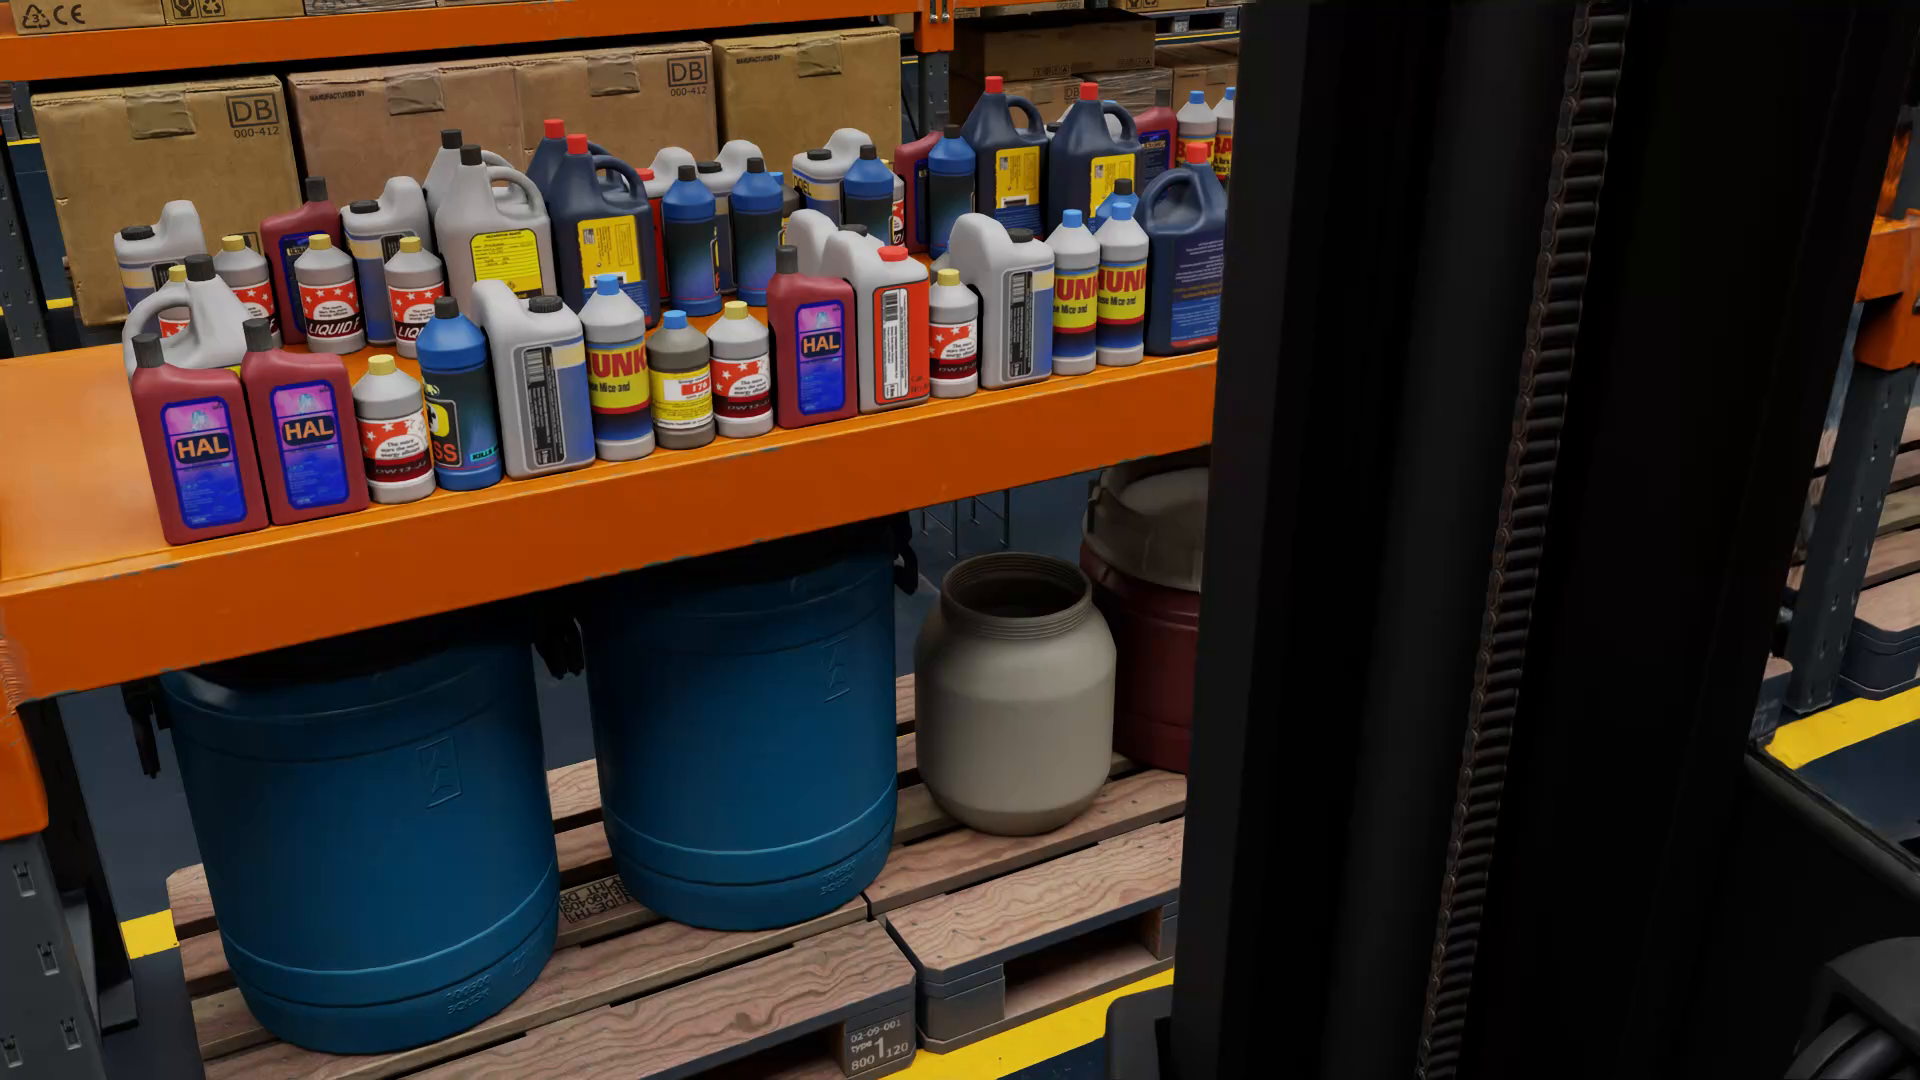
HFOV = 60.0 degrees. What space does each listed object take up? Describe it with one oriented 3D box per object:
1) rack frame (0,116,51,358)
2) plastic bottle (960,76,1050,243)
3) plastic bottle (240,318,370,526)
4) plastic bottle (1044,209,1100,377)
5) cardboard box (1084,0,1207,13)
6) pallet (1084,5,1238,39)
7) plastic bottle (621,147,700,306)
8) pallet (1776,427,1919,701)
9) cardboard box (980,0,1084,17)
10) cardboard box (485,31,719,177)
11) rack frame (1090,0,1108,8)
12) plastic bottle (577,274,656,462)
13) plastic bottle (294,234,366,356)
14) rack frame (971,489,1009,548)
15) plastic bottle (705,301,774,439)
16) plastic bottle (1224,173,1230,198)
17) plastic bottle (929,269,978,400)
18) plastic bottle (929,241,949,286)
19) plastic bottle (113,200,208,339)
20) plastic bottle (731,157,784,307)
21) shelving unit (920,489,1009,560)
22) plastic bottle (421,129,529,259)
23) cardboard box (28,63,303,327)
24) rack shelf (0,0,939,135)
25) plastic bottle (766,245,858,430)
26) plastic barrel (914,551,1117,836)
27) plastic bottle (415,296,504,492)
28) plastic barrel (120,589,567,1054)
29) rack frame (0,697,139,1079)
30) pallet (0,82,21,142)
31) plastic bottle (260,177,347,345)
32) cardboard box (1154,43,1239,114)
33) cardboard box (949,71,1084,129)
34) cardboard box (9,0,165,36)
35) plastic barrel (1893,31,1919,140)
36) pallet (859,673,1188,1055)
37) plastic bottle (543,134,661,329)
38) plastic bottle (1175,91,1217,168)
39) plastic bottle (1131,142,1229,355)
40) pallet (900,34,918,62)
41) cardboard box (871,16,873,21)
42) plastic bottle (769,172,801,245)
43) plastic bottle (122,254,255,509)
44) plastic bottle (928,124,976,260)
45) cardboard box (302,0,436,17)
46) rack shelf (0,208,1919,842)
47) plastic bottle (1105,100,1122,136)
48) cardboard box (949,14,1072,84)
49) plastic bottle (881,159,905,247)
[{"bbox_3d":[-3.869,-2.173,6.310,0.127,3.000,1.000,-13,29,-25],"label":"rack frame"},{"bbox_3d":[0.091,-0.795,3.498,0.185,0.351,0.144,-13,29,-25],"label":"plastic bottle"},{"bbox_3d":[-0.896,-0.167,2.268,0.133,0.283,0.061,-13,29,-25],"label":"plastic bottle"},{"bbox_3d":[0.186,-0.421,2.810,0.097,0.271,0.097,0,26,0],"label":"plastic bottle"},{"bbox_3d":[1.533,-5.050,14.272,0.875,0.875,0.875,-13,28,-24],"label":"cardboard box"},{"bbox_3d":[1.653,-4.585,14.555,1.213,0.211,1.003,-13,29,-25],"label":"pallet"},{"bbox_3d":[-0.575,-0.606,3.190,0.135,0.276,0.152,-13,29,-25],"label":"plastic bottle"},{"bbox_3d":[2.693,0.018,4.968,1.213,0.211,1.003,-13,29,-25],"label":"pallet"},{"bbox_3d":[0.440,-4.731,13.753,0.750,0.750,1.050,-13,29,-25],"label":"cardboard box"},{"bbox_3d":[-1.749,-1.908,7.727,0.875,0.875,1.225,-13,29,-25],"label":"cardboard box"},{"bbox_3d":[0.945,-5.717,13.691,0.127,3.000,1.000,-13,29,-25],"label":"rack frame"},{"bbox_3d":[-0.513,-0.260,2.474,0.097,0.271,0.097,0,26,0],"label":"plastic bottle"},{"bbox_3d":[-1.107,-0.433,2.916,0.097,0.201,0.097,0,26,0],"label":"plastic bottle"},{"bbox_3d":[0.094,-0.562,5.035,0.006,1.200,0.240,-13,29,-25],"label":"rack frame"},{"bbox_3d":[-0.341,-0.268,2.571,0.097,0.201,0.097,0,26,0],"label":"plastic bottle"},{"bbox_3d":[0.517,-0.523,3.009,0.133,0.283,0.061,-13,29,-25],"label":"plastic bottle"},{"bbox_3d":[-0.019,-0.342,2.726,0.097,0.201,0.097,0,26,0],"label":"plastic bottle"},{"bbox_3d":[-0.004,-0.420,2.889,0.097,0.201,0.097,0,26,0],"label":"plastic bottle"},{"bbox_3d":[-1.343,-0.429,2.821,0.135,0.276,0.152,-13,29,-25],"label":"plastic bottle"},{"bbox_3d":[-0.382,-0.587,3.157,0.097,0.271,0.097,0,26,0],"label":"plastic bottle"},{"bbox_3d":[0.013,-0.544,4.996,0.189,1.200,0.258,-13,29,-25],"label":"shelving unit"},{"bbox_3d":[-0.881,-0.571,3.031,0.185,0.351,0.144,-13,29,-25],"label":"plastic bottle"},{"bbox_3d":[-3.314,-1.542,6.966,0.875,0.875,1.225,-13,29,-25],"label":"cardboard box"},{"bbox_3d":[-2.104,-2.256,7.314,4.000,0.370,1.077,-13,29,-25],"label":"rack shelf"},{"bbox_3d":[-0.230,-0.321,2.588,0.133,0.283,0.061,-13,29,-25],"label":"plastic bottle"},{"bbox_3d":[0.115,0.322,3.503,0.421,0.512,0.421,0,26,0],"label":"plastic barrel"},{"bbox_3d":[-0.717,-0.212,2.375,0.097,0.271,0.097,0,26,0],"label":"plastic bottle"},{"bbox_3d":[-1.050,0.371,2.950,0.708,0.901,0.600,-13,29,-25],"label":"plastic barrel"},{"bbox_3d":[-1.538,-0.281,2.370,0.127,3.000,1.000,-13,29,-25],"label":"rack frame"},{"bbox_3d":[-6.690,-2.680,10.588,1.213,0.211,1.003,-13,29,-25],"label":"pallet"},{"bbox_3d":[-1.160,-0.497,2.954,0.133,0.283,0.061,-13,29,-25],"label":"plastic bottle"},{"bbox_3d":[1.223,-2.439,9.244,0.500,0.500,0.700,-11,28,-21],"label":"cardboard box"},{"bbox_3d":[0.242,-2.203,8.752,0.500,0.500,0.700,-15,29,-28],"label":"cardboard box"},{"bbox_3d":[-3.346,-2.216,6.284,0.500,0.500,0.500,-13,29,-25],"label":"cardboard box"},{"bbox_3d":[2.258,-1.367,4.475,0.708,0.536,0.600,-13,29,-25],"label":"plastic barrel"},{"bbox_3d":[0.240,0.585,3.789,1.213,0.211,1.003,-13,29,-25],"label":"pallet"},{"bbox_3d":[-0.650,-0.554,2.994,0.185,0.351,0.144,-13,29,-25],"label":"plastic bottle"},{"bbox_3d":[0.526,-0.872,3.749,0.097,0.271,0.097,0,26,0],"label":"plastic bottle"},{"bbox_3d":[0.386,-0.514,2.912,0.185,0.351,0.144,-13,29,-25],"label":"plastic bottle"},{"bbox_3d":[-0.778,-4.024,13.387,1.213,0.211,1.003,-13,29,-25],"label":"pallet"},{"bbox_3d":[-1.235,-4.346,12.951,0.750,0.750,1.050,-13,28,-24],"label":"cardboard box"},{"bbox_3d":[-0.367,-0.634,3.334,0.097,0.201,0.097,0,26,0],"label":"plastic bottle"},{"bbox_3d":[-1.040,-0.215,2.289,0.185,0.351,0.144,-13,29,-25],"label":"plastic bottle"},{"bbox_3d":[-0.016,-0.717,3.426,0.097,0.271,0.097,0,26,0],"label":"plastic bottle"},{"bbox_3d":[-2.461,-2.420,6.710,0.500,0.500,0.500,-14,29,-26],"label":"cardboard box"},{"bbox_3d":[0.226,-0.364,3.374,4.000,0.370,1.077,-13,29,-25],"label":"rack shelf"},{"bbox_3d":[0.323,-0.825,3.651,0.097,0.271,0.097,0,26,0],"label":"plastic bottle"},{"bbox_3d":[0.237,-2.545,8.598,0.500,0.250,0.500,-12,28,-23],"label":"cardboard box"},{"bbox_3d":[-0.163,-0.681,3.432,0.097,0.201,0.097,0,26,0],"label":"plastic bottle"}]
